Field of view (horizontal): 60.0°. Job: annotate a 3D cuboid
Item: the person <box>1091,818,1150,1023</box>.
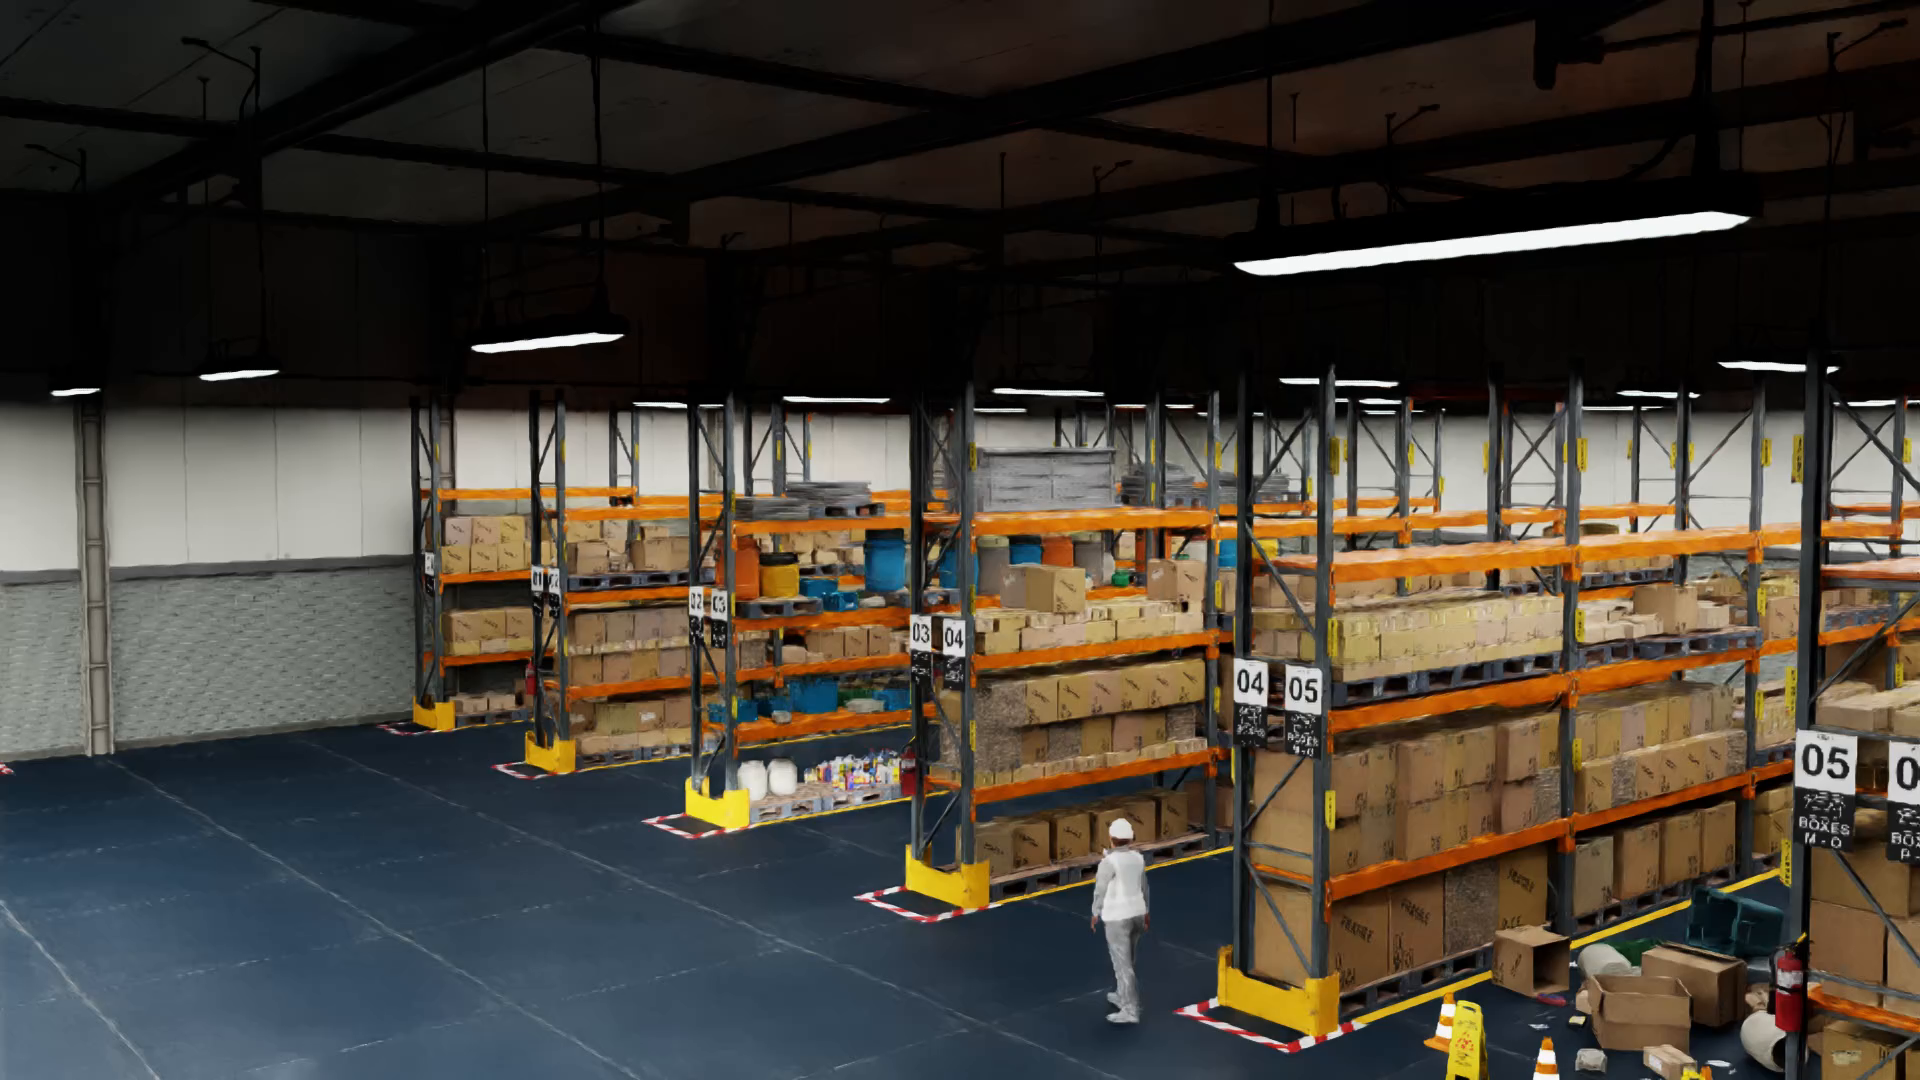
[{"bbox_3d":[1.457,3.389,14.972,0.599,1.765,0.636,-3,5,-42],"label":"person"}]
